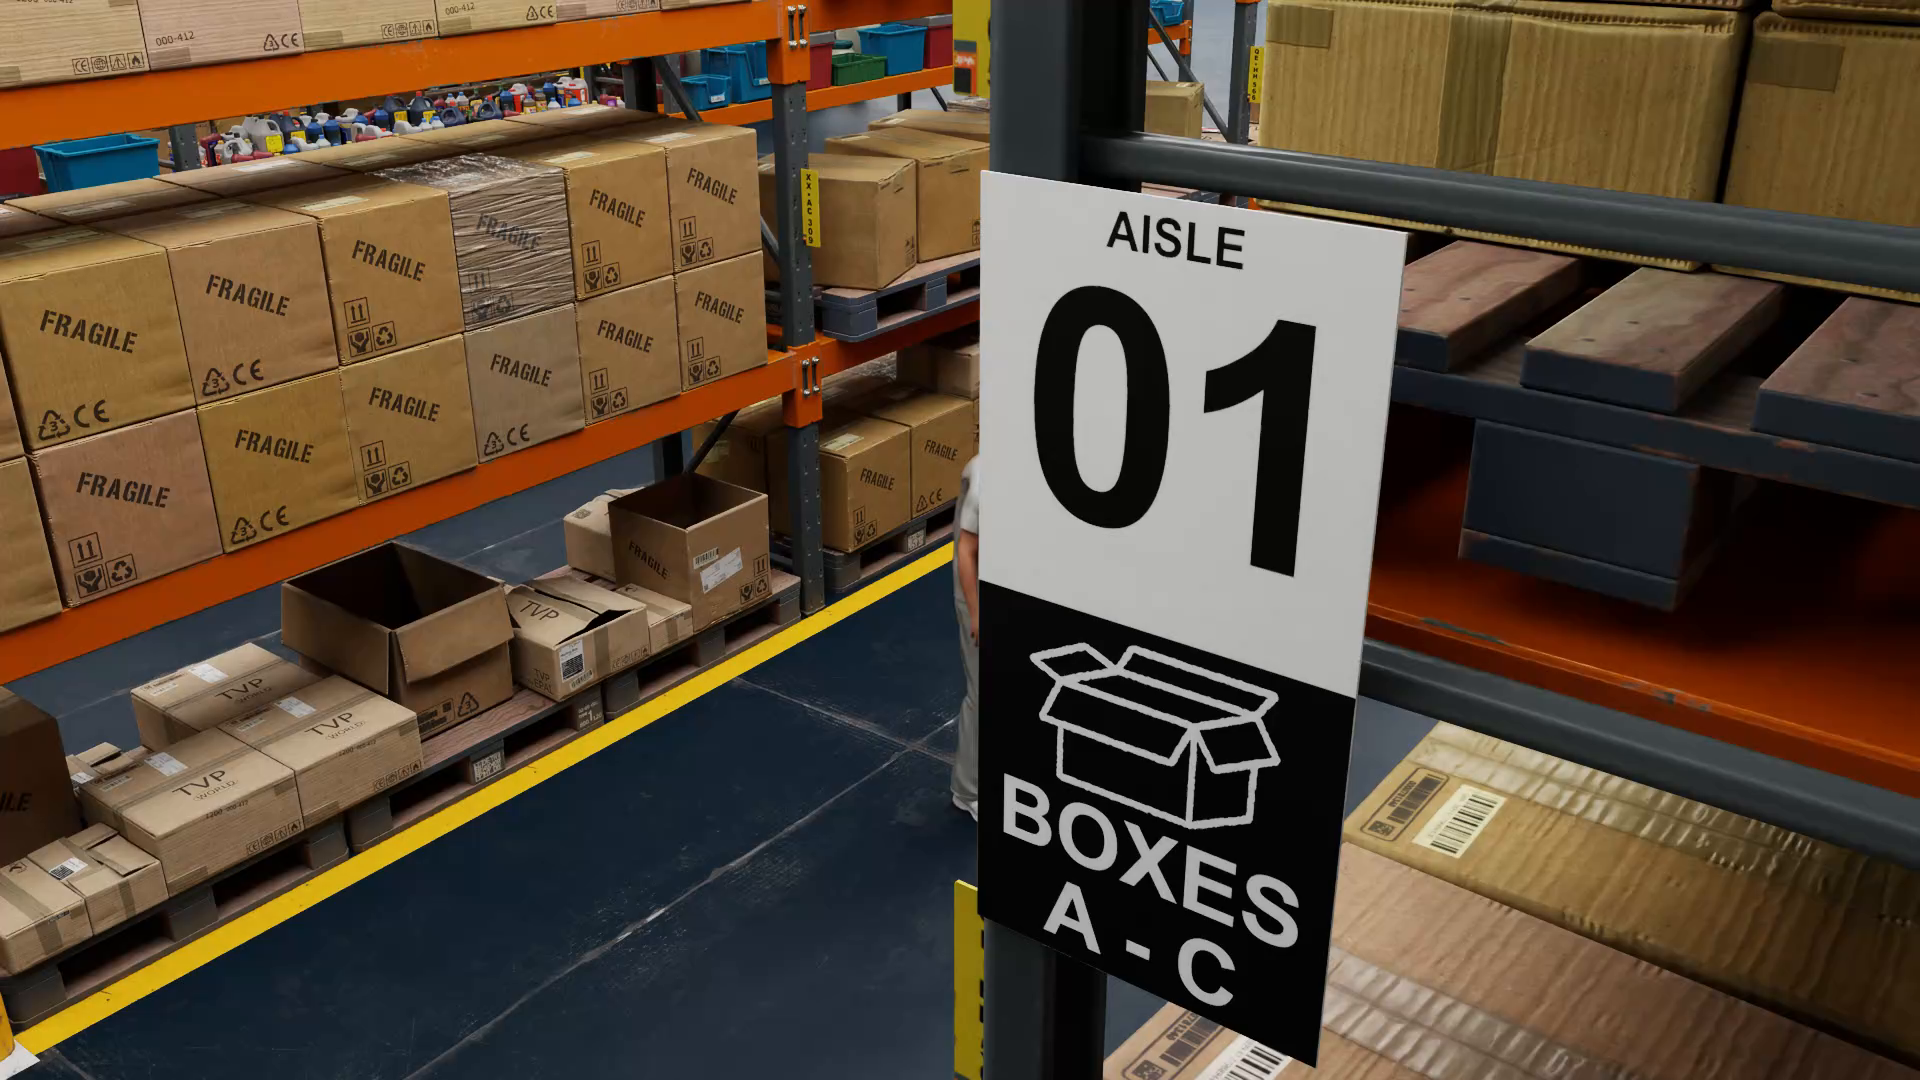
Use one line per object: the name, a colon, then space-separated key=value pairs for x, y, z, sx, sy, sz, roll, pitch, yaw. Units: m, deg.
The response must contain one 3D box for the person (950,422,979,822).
person: x=0.164 y=0.216 z=6.110 sx=0.365 sy=1.671 sz=0.504 roll=15 pitch=28 yaw=31
